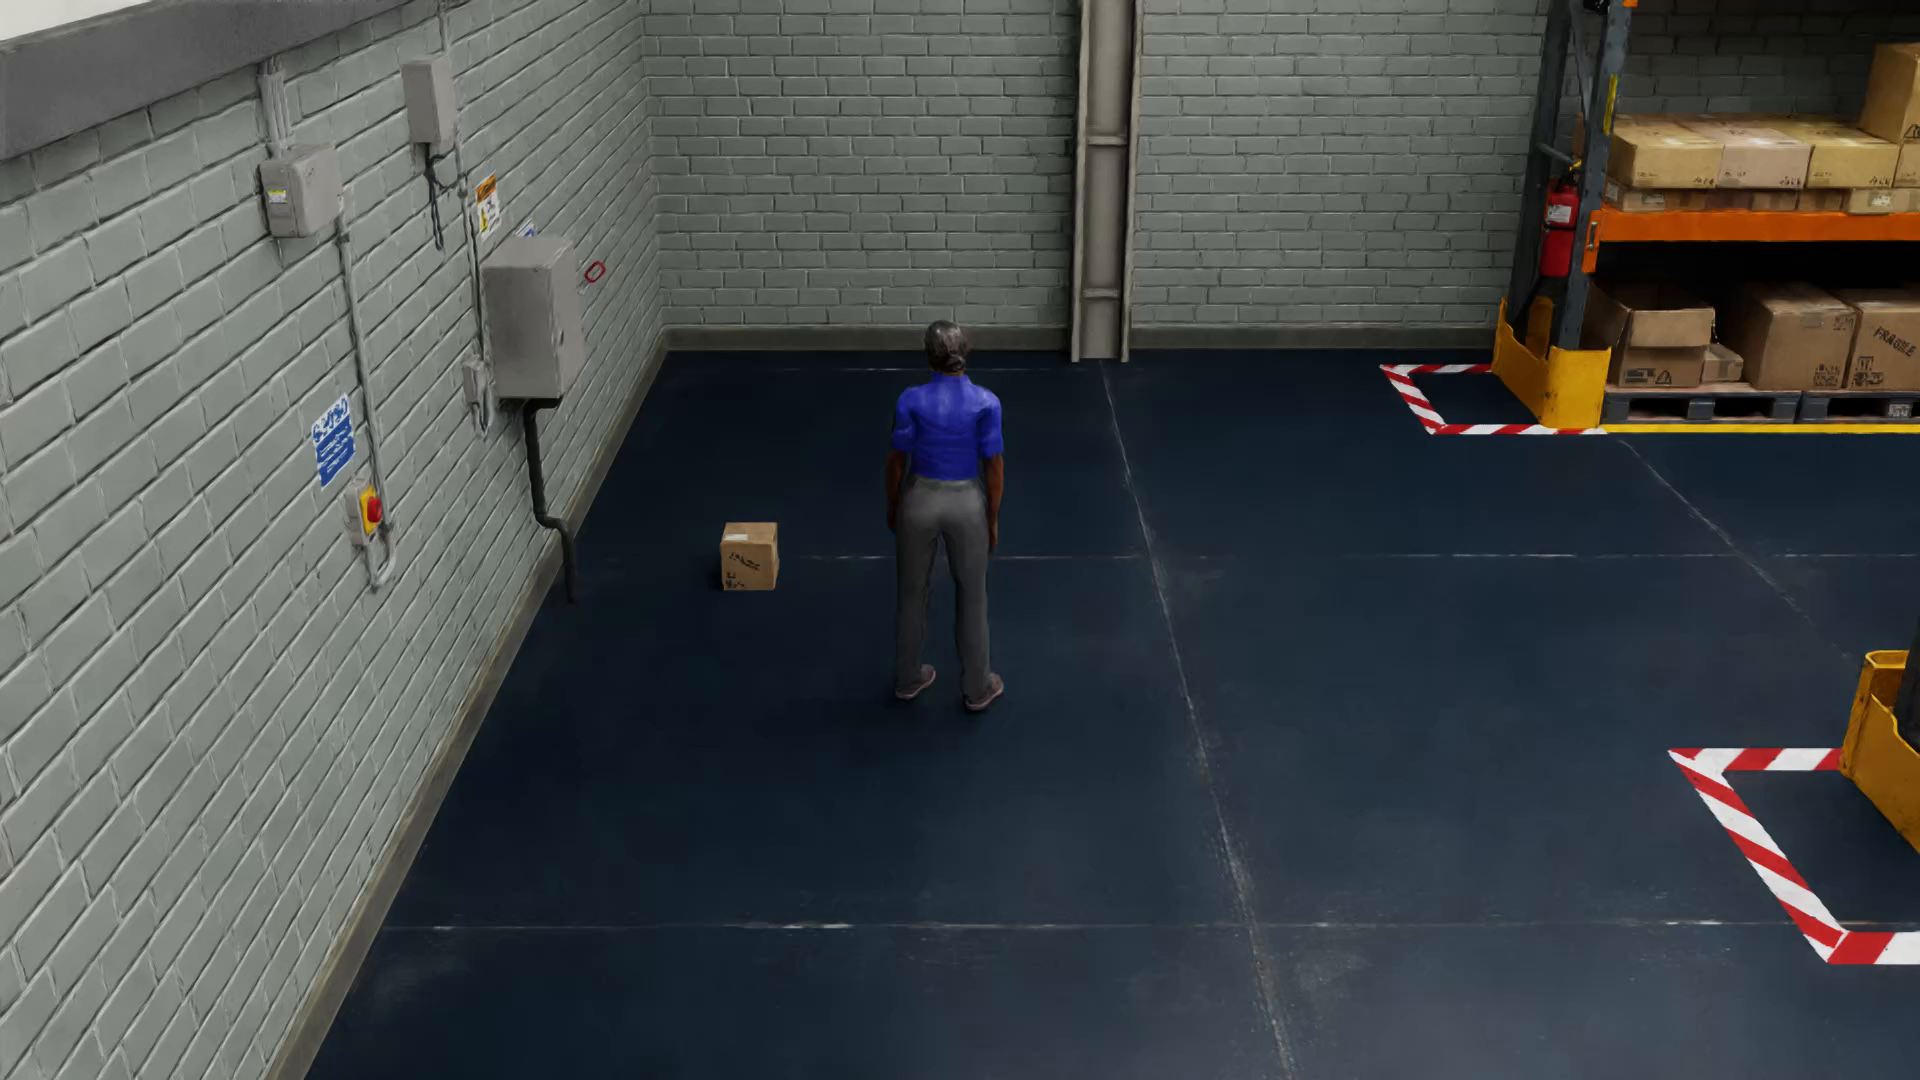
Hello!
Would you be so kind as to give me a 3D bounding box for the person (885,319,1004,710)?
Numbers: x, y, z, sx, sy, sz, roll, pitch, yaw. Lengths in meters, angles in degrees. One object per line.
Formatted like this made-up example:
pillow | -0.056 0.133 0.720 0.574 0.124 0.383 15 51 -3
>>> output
person | -0.061 -0.098 6.774 0.489 1.665 0.355 1 24 1
